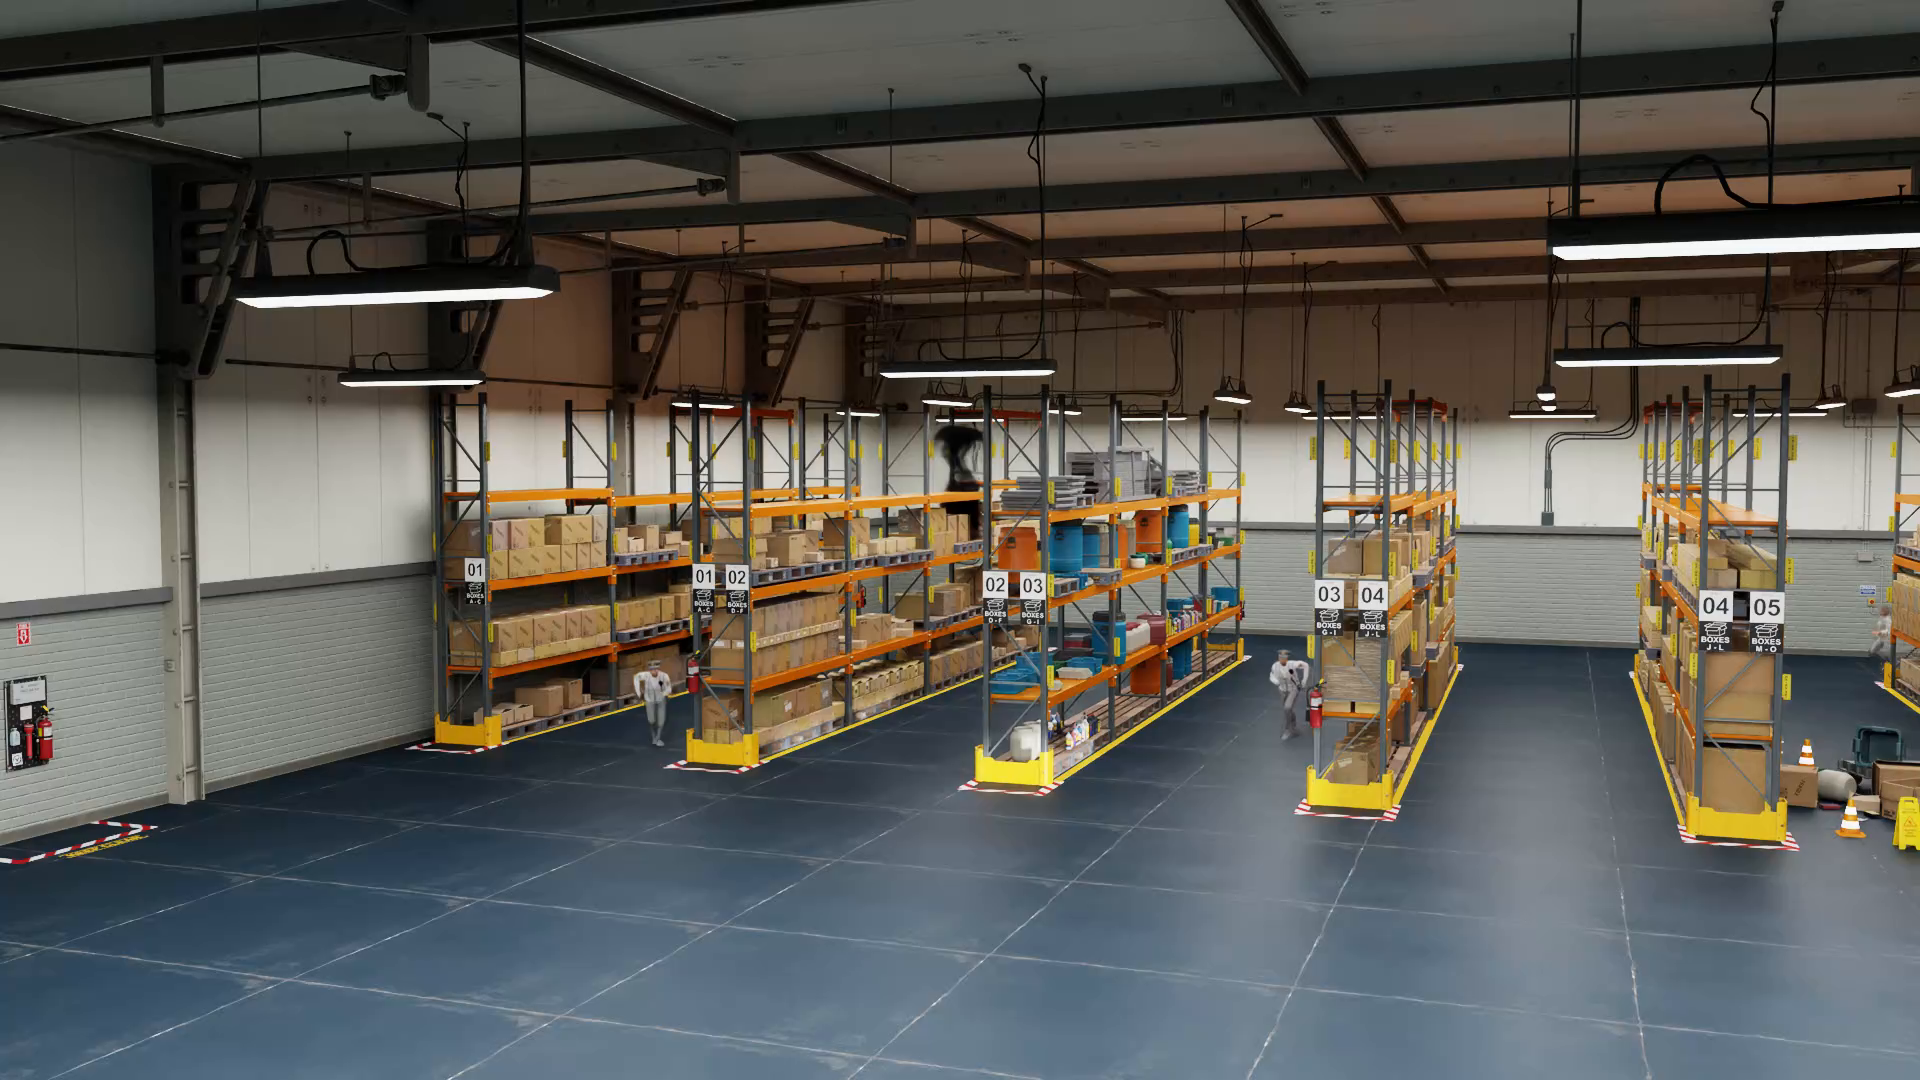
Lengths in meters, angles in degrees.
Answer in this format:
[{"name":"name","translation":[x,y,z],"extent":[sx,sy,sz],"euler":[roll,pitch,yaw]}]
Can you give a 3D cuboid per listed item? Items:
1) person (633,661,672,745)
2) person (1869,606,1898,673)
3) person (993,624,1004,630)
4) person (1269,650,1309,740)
[{"name":"person","translation":[-5.190,2.761,28.089],"extent":[0.645,1.496,0.818],"euler":[0,3,-7]},{"name":"person","translation":[20.590,2.234,37.077],"extent":[0.679,1.557,0.505],"euler":[0,3,2]},{"name":"person","translation":[0.969,1.940,43.055],"extent":[0.651,1.540,0.541],"euler":[1,3,26]},{"name":"person","translation":[5.781,2.696,29.091],"extent":[0.653,1.612,0.949],"euler":[2,3,28]}]
